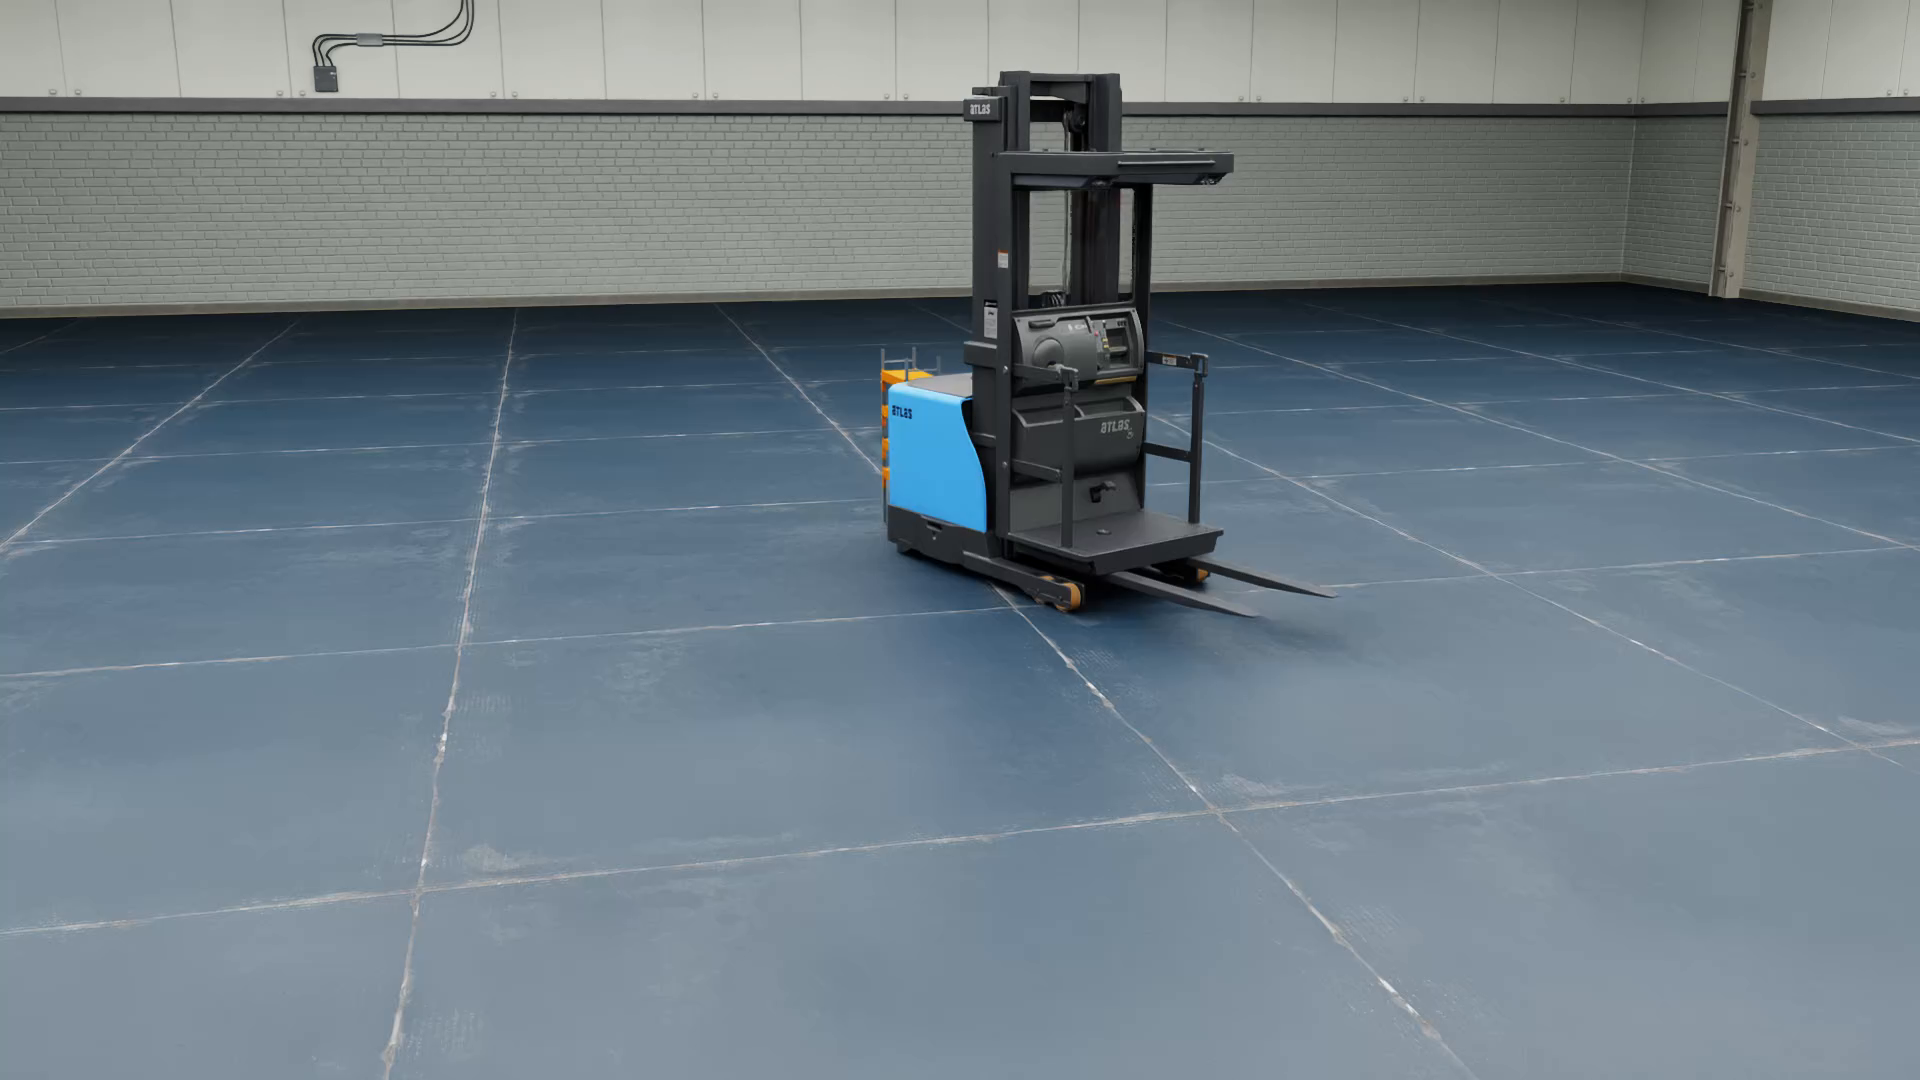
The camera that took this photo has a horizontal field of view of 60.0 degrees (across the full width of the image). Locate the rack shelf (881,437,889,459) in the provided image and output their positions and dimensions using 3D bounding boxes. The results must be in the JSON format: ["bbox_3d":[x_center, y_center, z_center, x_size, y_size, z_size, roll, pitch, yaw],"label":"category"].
[{"bbox_3d":[-0.325,-0.578,11.050,0.258,0.148,0.480,-5,15,-20],"label":"rack shelf"}]

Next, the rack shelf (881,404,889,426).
[{"bbox_3d":[-0.325,-0.796,10.997,0.258,0.148,0.480,-5,15,-20],"label":"rack shelf"}]

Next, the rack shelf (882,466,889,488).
[{"bbox_3d":[-0.325,-0.386,11.097,0.258,0.148,0.480,-5,15,-20],"label":"rack shelf"}]

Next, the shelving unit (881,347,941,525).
[{"bbox_3d":[-0.325,-0.644,11.034,0.258,1.200,0.503,-5,15,-20],"label":"shelving unit"}]

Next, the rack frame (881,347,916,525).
[{"bbox_3d":[-0.412,-0.698,11.256,0.240,1.200,0.015,-5,15,-20],"label":"rack frame"}]

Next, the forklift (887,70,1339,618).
[{"bbox_3d":[0.826,-1.154,9.474,1.130,2.935,3.031,-10,17,-36],"label":"forklift"}]

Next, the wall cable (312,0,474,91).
[{"bbox_3d":[-8.279,-9.530,23.807,2.305,6.003,0.169,-3,14,-13],"label":"wall cable"}]

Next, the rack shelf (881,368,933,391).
[{"bbox_3d":[-0.325,-1.026,10.941,0.258,0.148,0.480,-5,15,-20],"label":"rack shelf"}]

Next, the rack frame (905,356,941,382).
[{"bbox_3d":[-0.238,-0.590,10.813,0.240,1.200,0.015,-5,15,-20],"label":"rack frame"}]

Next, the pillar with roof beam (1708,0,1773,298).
[{"bbox_3d":[8.330,-8.115,25.181,9.100,9.000,0.400,-3,14,-13],"label":"pillar with roof beam"}]
